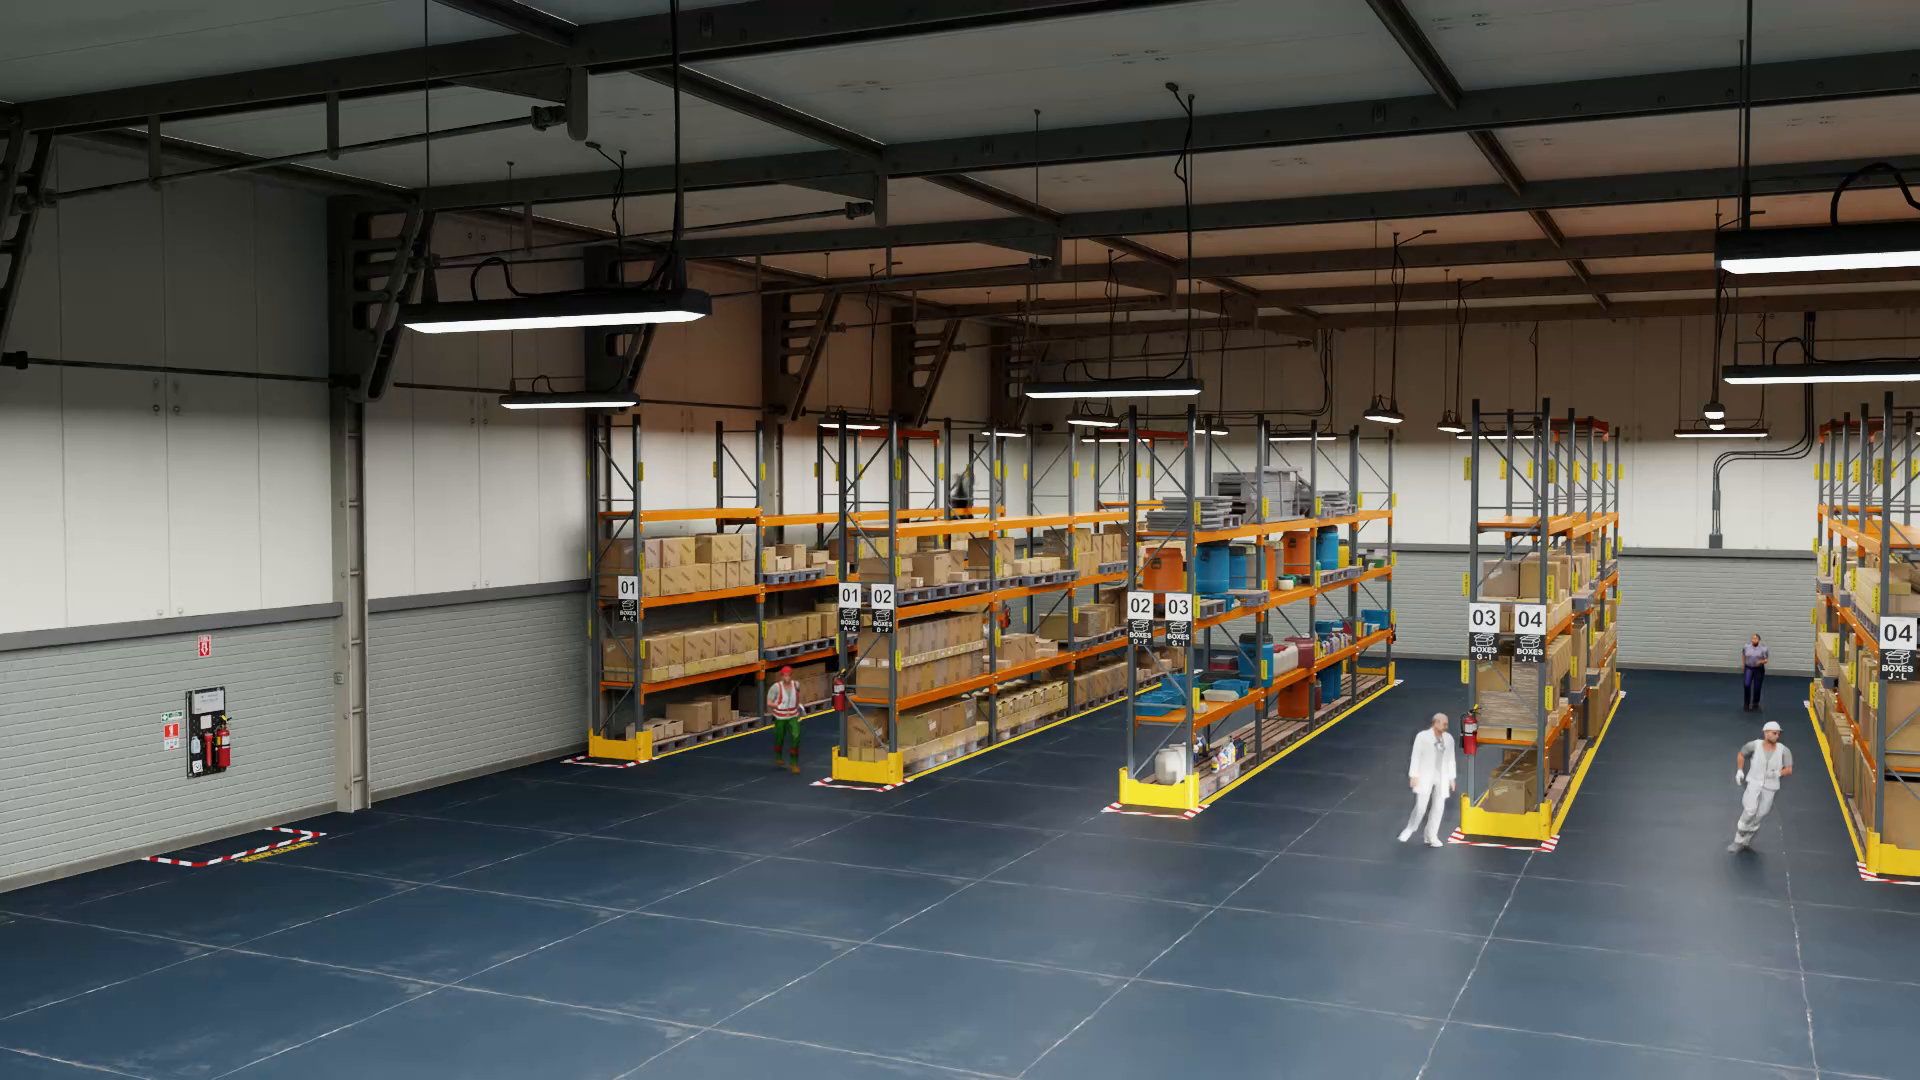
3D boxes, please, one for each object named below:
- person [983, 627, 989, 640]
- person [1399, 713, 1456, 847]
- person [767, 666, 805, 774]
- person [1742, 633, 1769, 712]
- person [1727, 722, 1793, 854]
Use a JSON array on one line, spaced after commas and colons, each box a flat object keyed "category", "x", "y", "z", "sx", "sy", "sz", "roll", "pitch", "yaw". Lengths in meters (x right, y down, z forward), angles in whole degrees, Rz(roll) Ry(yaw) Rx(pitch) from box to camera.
[{"category": "person", "x": 0.564, "y": 2.595, "z": 39.078, "sx": 0.665, "sy": 1.607, "sz": 1.072, "roll": 2, "pitch": 3, "yaw": 37}, {"category": "person", "x": 6.273, "y": 3.192, "z": 22.241, "sx": 0.734, "sy": 1.770, "sz": 0.535, "roll": 0, "pitch": 2, "yaw": -9}, {"category": "person", "x": -2.906, "y": 2.971, "z": 27.755, "sx": 0.699, "sy": 1.768, "sz": 0.975, "roll": -1, "pitch": 2, "yaw": -19}, {"category": "person", "x": 16.627, "y": 2.778, "z": 34.780, "sx": 0.511, "sy": 1.668, "sz": 0.809, "roll": 1, "pitch": 3, "yaw": 25}, {"category": "person", "x": 10.445, "y": 3.211, "z": 21.756, "sx": 0.792, "sy": 1.716, "sz": 0.745, "roll": 1, "pitch": 2, "yaw": 16}]
